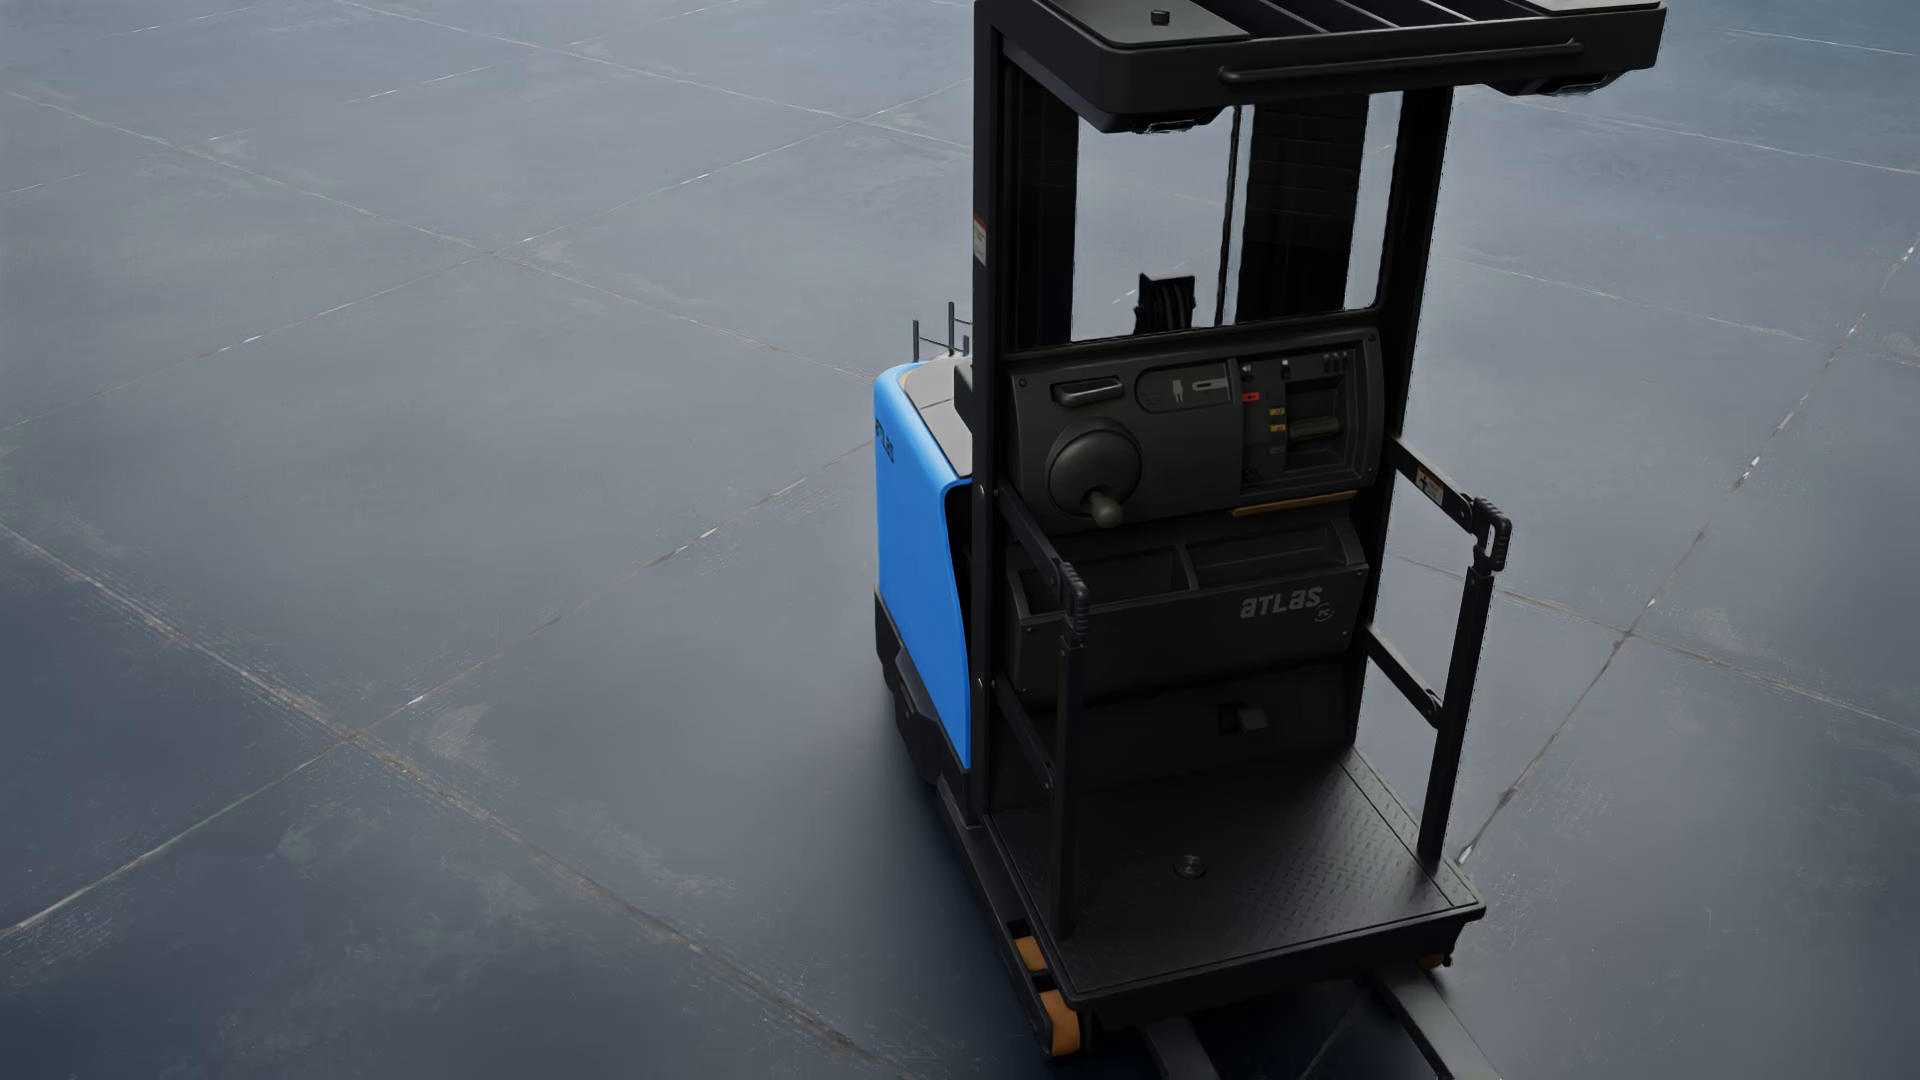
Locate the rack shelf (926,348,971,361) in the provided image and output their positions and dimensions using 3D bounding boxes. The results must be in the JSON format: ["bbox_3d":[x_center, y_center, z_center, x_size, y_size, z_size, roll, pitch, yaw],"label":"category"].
[{"bbox_3d":[-0.005,-0.587,5.894,0.258,0.077,0.200,21,37,31],"label":"rack shelf"}]

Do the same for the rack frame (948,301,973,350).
[{"bbox_3d":[0.056,-0.425,6.085,0.240,0.900,0.006,21,37,31],"label":"rack frame"}]

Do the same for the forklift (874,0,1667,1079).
[{"bbox_3d":[0.634,-0.215,3.738,1.130,2.935,3.031,-9,32,-14],"label":"forklift"}]

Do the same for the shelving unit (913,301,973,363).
[{"bbox_3d":[-0.005,-0.384,6.015,0.258,0.900,0.210,21,37,31],"label":"shelving unit"}]

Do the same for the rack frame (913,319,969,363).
[{"bbox_3d":[-0.066,-0.342,5.945,0.240,0.900,0.006,21,37,31],"label":"rack frame"}]
